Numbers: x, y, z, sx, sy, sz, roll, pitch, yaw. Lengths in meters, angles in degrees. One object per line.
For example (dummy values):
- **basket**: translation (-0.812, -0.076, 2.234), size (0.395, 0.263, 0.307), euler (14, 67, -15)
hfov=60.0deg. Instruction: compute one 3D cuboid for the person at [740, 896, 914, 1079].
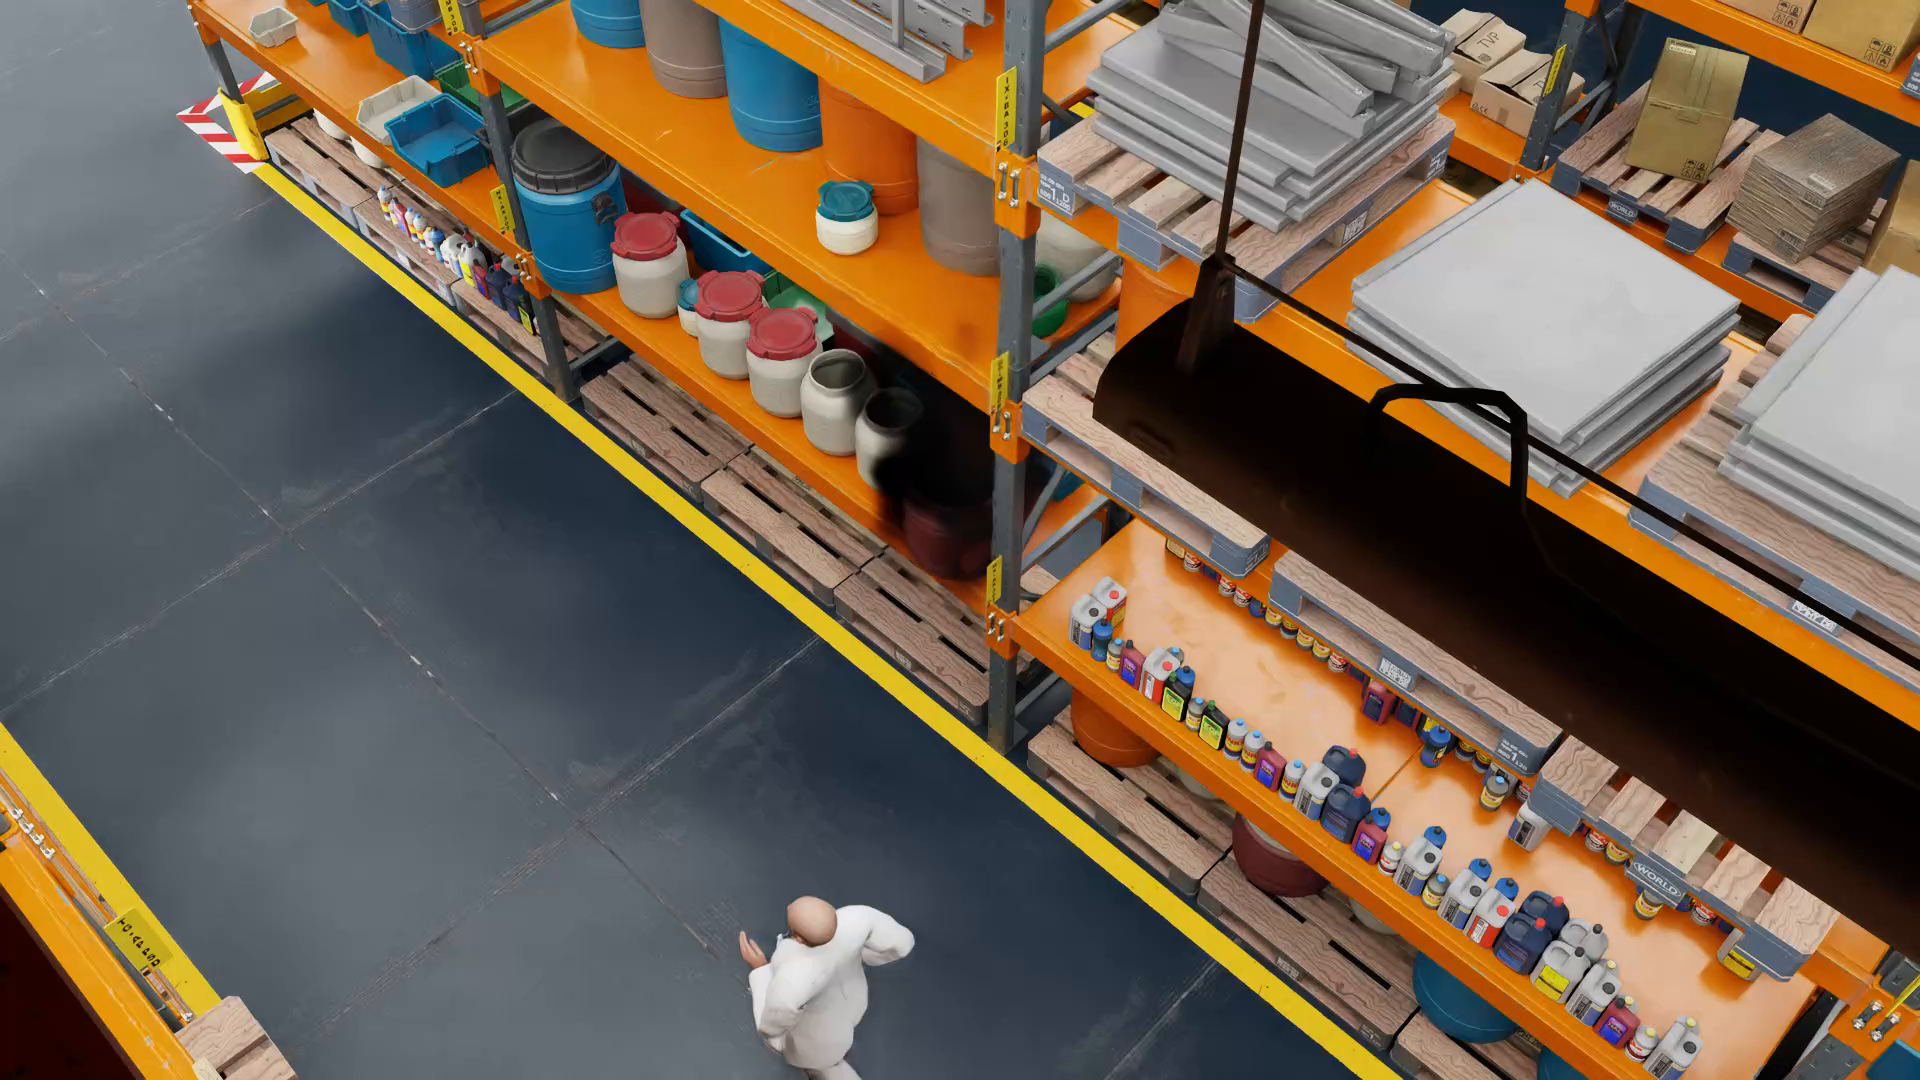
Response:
- **person**: translation (-0.579, 2.015, 7.175), size (0.878, 1.801, 0.709), euler (31, 56, 23)
